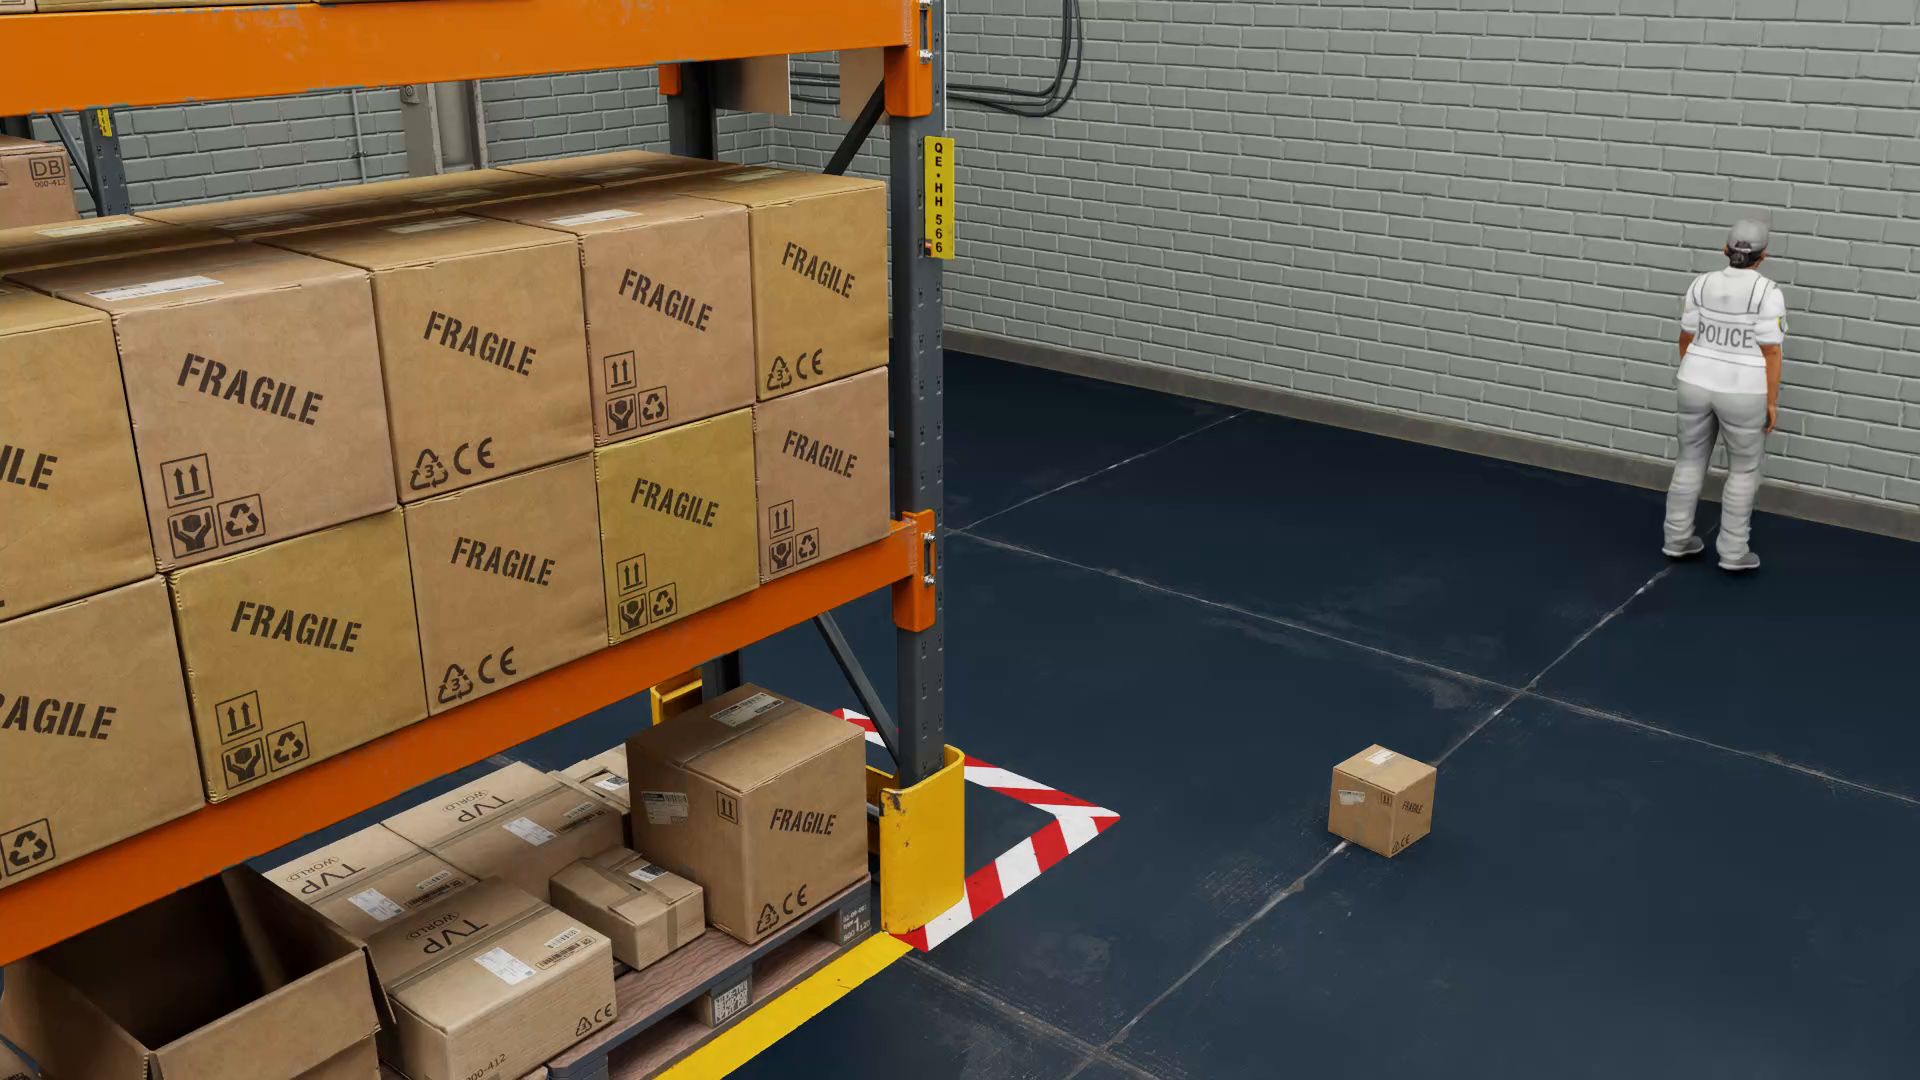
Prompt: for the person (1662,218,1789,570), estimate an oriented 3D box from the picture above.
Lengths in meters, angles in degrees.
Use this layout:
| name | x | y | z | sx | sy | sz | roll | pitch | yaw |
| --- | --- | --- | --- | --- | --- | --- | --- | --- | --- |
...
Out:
| name | x | y | z | sx | sy | sz | roll | pitch | yaw |
| --- | --- | --- | --- | --- | --- | --- | --- | --- | --- |
| person | 3.621 | -0.682 | 7.854 | 0.414 | 1.678 | 0.492 | -17 | 26 | -38 |
